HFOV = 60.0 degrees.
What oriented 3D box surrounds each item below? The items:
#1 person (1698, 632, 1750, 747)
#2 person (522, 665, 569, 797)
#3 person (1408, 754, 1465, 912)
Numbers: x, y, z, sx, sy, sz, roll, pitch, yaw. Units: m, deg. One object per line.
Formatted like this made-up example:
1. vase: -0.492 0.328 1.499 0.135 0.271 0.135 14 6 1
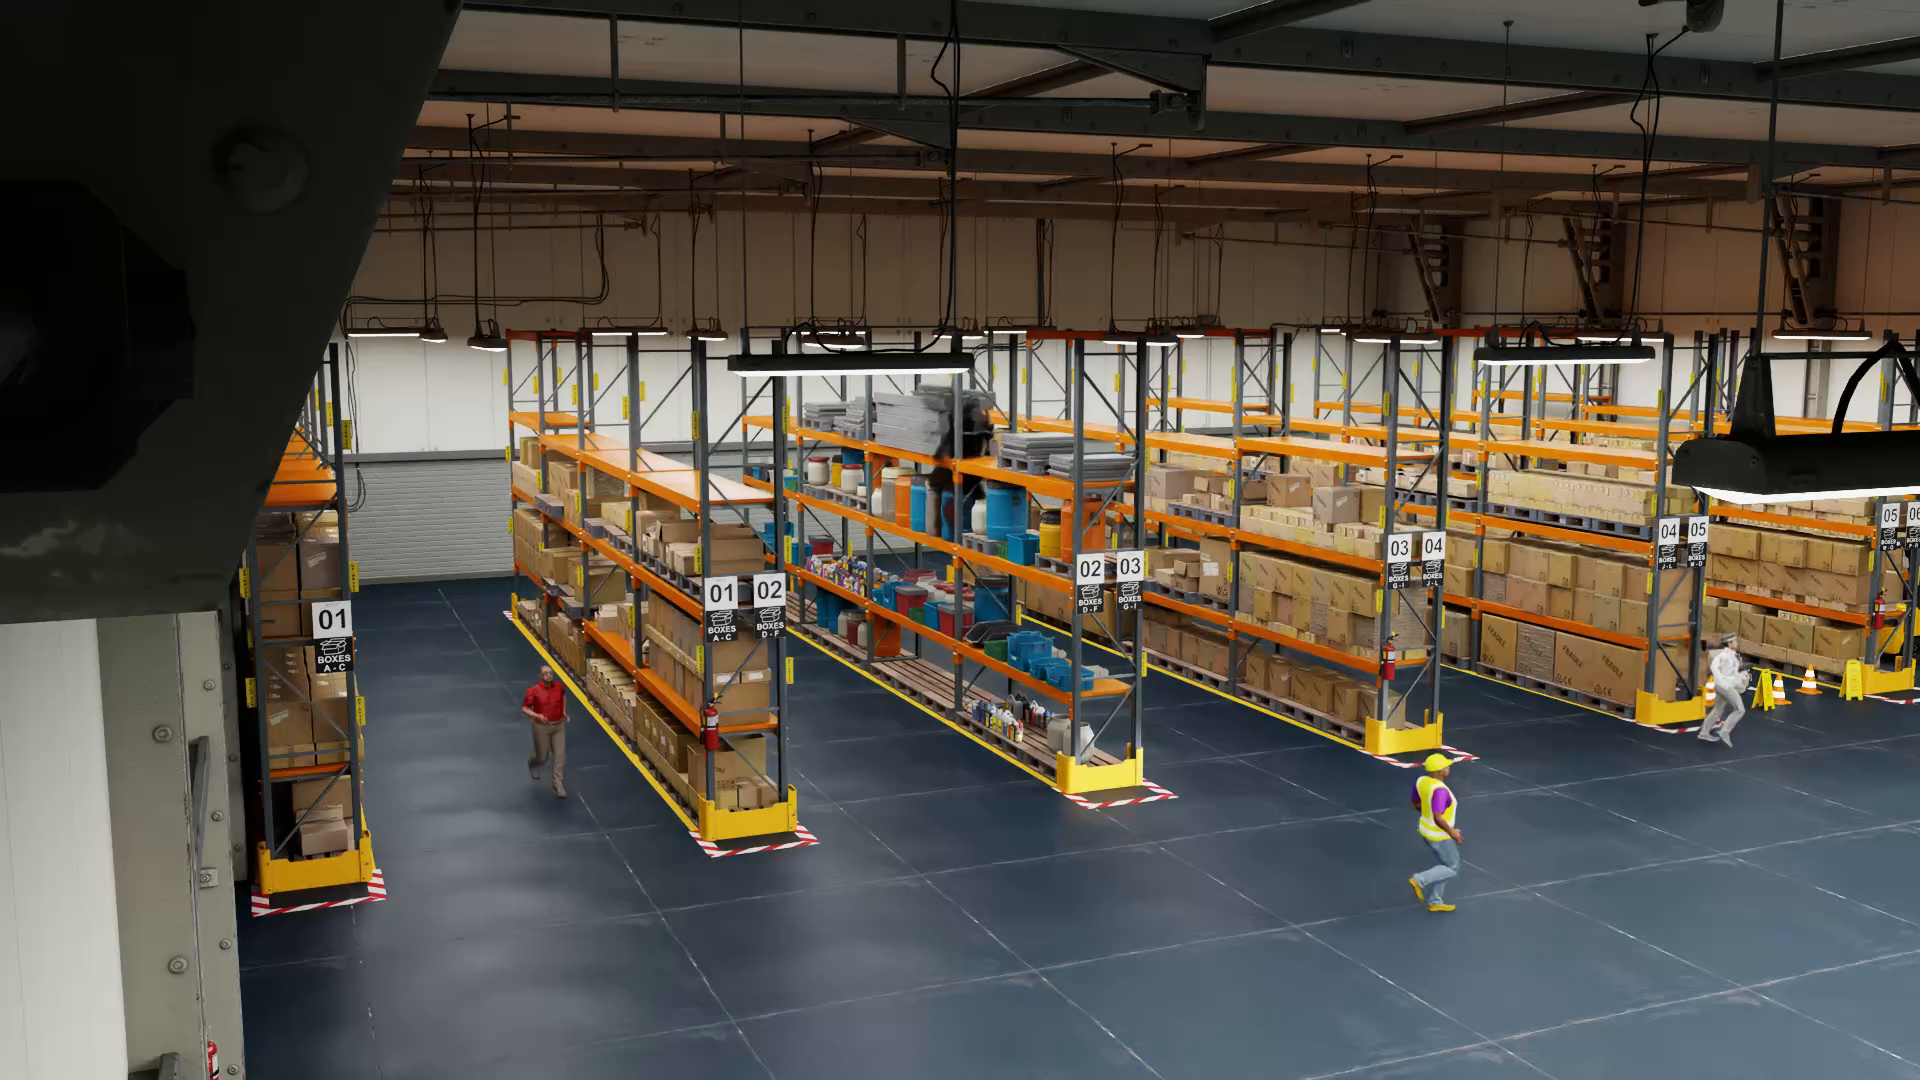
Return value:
1. person: 11.258 2.189 24.474 0.649 1.714 0.607 3 8 22
2. person: -5.436 2.493 21.991 0.665 1.700 0.923 -6 10 -36
3. person: 5.002 3.102 17.597 0.589 1.721 0.702 -1 8 -9
